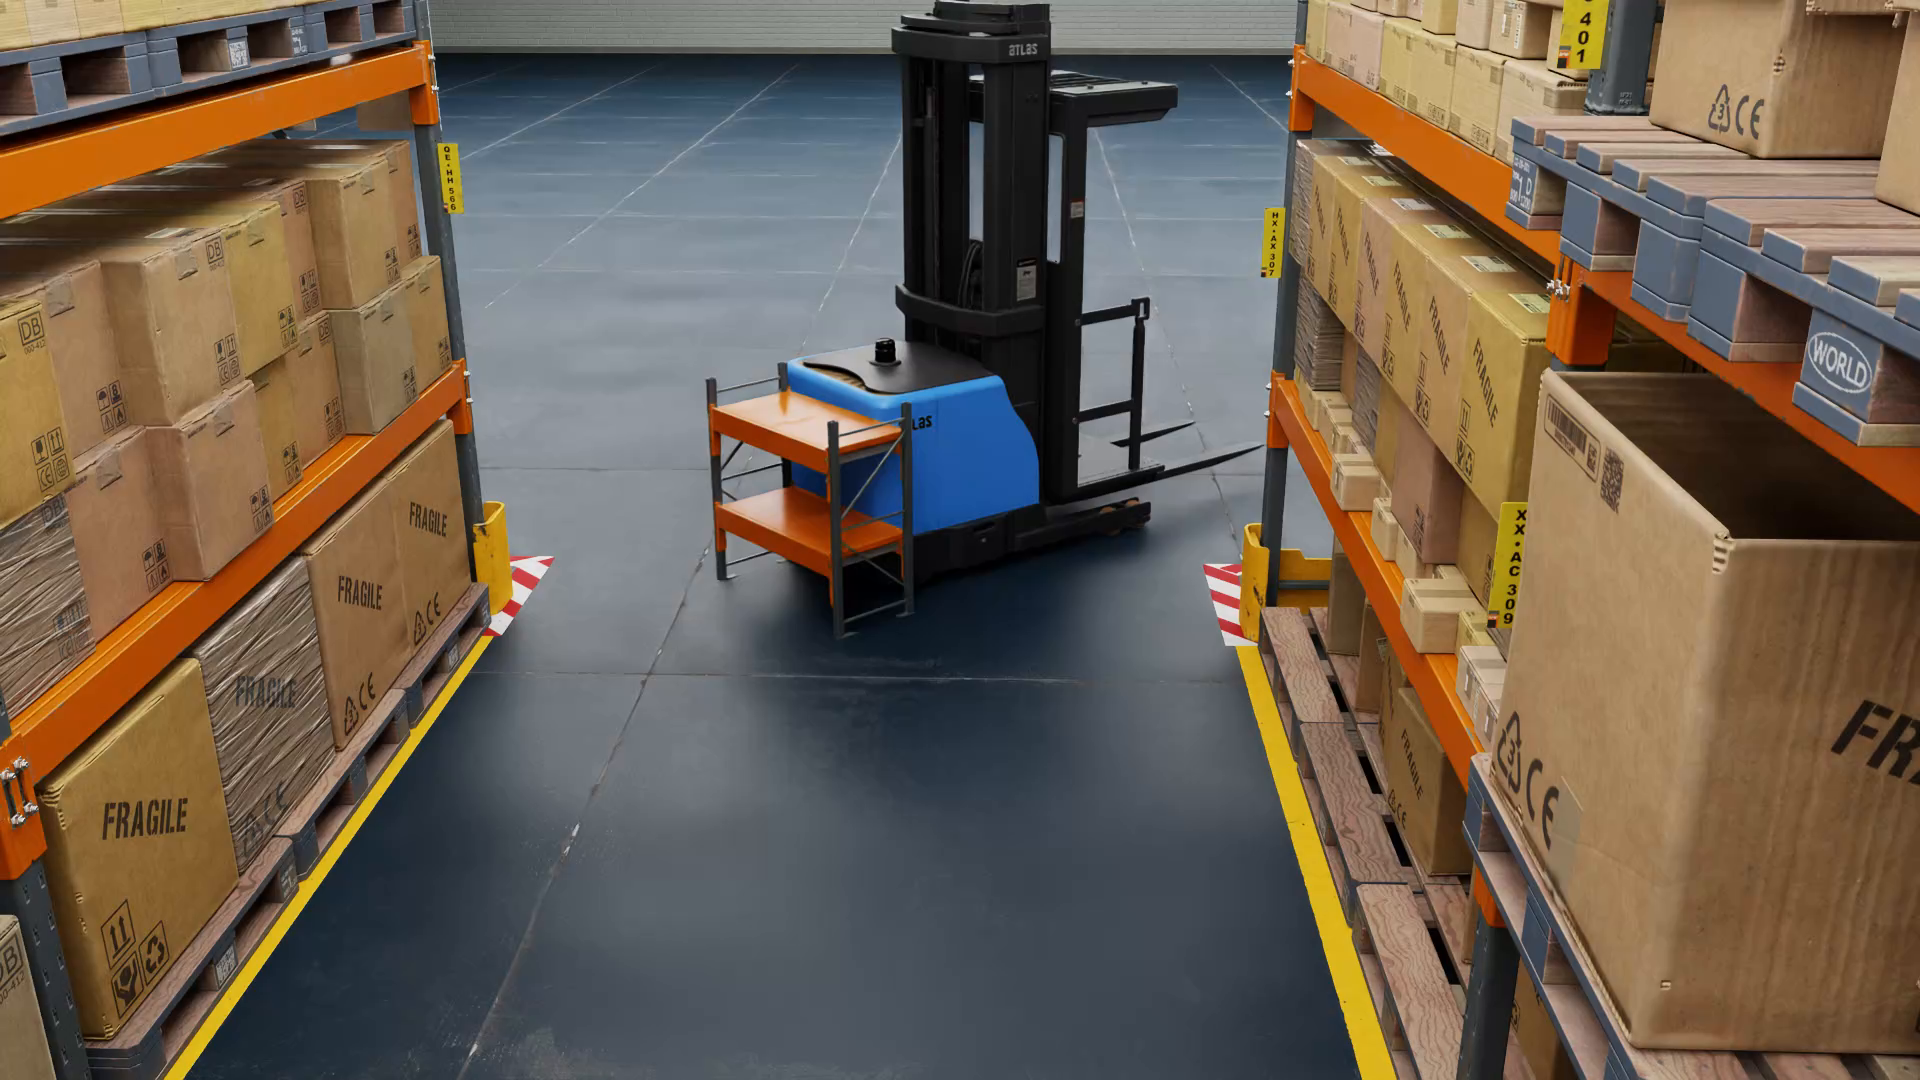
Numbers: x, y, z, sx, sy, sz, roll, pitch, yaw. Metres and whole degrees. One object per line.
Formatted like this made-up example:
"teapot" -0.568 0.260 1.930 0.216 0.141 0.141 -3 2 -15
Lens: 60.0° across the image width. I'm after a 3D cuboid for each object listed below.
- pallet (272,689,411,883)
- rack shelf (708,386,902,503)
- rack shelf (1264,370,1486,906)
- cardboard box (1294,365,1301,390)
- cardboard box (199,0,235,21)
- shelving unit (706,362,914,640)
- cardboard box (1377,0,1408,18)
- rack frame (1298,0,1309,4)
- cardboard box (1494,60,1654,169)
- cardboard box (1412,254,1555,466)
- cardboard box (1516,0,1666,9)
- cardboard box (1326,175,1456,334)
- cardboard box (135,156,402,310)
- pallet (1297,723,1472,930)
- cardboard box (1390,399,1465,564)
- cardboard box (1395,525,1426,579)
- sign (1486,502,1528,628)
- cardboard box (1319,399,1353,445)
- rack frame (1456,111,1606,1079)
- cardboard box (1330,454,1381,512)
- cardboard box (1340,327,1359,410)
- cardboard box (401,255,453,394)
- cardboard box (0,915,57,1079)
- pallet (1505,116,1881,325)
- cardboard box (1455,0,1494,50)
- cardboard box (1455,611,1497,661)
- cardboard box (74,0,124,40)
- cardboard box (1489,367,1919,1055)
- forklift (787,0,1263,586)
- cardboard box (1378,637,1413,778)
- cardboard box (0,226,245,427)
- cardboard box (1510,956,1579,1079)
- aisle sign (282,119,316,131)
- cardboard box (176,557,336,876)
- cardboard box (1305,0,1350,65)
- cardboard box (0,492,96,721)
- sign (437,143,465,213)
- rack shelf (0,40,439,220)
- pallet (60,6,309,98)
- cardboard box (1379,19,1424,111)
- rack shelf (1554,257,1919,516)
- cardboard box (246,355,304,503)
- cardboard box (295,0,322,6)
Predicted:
"pallet" -2.934 0.963 6.756 1.003 0.211 1.213 1 21 2
"rack shelf" -0.774 -0.501 8.455 0.538 0.278 1.000 -18 28 -39
"rack shelf" 1.945 0.083 6.164 1.077 0.370 4.000 1 21 2
"cardboard box" 1.759 -0.758 7.684 0.380 0.149 0.250 1 21 2
"cardboard box" -2.673 -1.822 5.561 0.380 0.149 0.250 1 21 2
"shelving unit" -0.774 -0.228 8.561 0.538 1.125 1.048 -18 28 -39
"cardboard box" 1.693 -1.923 5.849 0.380 0.149 0.250 0 21 -1
"rack frame" 2.006 -3.773 6.812 1.000 3.000 0.127 1 21 2
"cardboard box" 1.637 -1.026 4.087 0.500 0.250 0.500 1 21 4
"cardboard box" 1.637 -0.528 4.811 0.500 0.500 0.500 1 21 2
"cardboard box" 1.643 -1.512 3.892 0.500 0.500 0.500 0 21 0
"cardboard box" 1.681 -1.070 6.208 0.500 0.500 0.500 1 21 2
"cardboard box" -2.923 -1.307 7.050 0.875 0.550 0.550 1 21 2
"pallet" 1.904 1.085 6.441 1.003 0.211 1.213 1 21 2
"cardboard box" 1.925 -0.239 5.450 0.875 0.500 0.500 1 21 2
"cardboard box" 1.685 0.055 5.588 0.380 0.149 0.250 1 21 2
"sign" 1.342 0.063 4.022 0.100 0.325 0.005 1 21 2
"cardboard box" 1.723 -0.487 6.986 0.380 0.149 0.250 1 21 2
"rack frame" 1.885 0.470 4.170 1.000 3.000 0.127 1 21 2
"cardboard box" 1.617 -0.217 6.289 0.380 0.149 0.250 1 21 2
"cardboard box" 2.067 -0.781 6.845 0.875 0.500 0.500 1 21 2
"cardboard box" -2.914 -1.002 7.758 0.875 0.550 0.550 1 21 2
"cardboard box" -2.999 1.458 4.155 1.050 0.750 0.750 1 21 1
"pallet" 1.759 -0.619 3.089 1.213 0.211 1.003 1 21 2
"cardboard box" 1.609 -1.452 4.634 0.380 0.149 0.250 0 21 0
"cardboard box" 1.682 0.326 4.888 0.380 0.149 0.250 1 21 2
"cardboard box" -2.696 -1.547 4.851 0.380 0.149 0.250 0 21 1
"cardboard box" 1.720 0.281 3.249 1.000 1.000 1.000 1 21 2
"forklift" 0.495 -1.527 9.414 3.031 2.935 1.130 -15 26 -34
"cardboard box" 1.949 0.662 6.552 0.500 0.500 0.500 3 21 7
"cardboard box" -2.970 -0.721 5.540 0.875 0.550 0.550 1 21 2
"cardboard box" 1.937 1.296 4.918 0.500 0.500 0.500 0 21 0
"aisle sign" -3.246 -2.308 7.737 0.394 0.787 0.004 1 21 2
"cardboard box" -2.957 0.621 6.138 0.875 0.875 0.875 1 21 2
"cardboard box" 1.733 -2.133 6.941 0.500 0.250 0.500 1 21 3
"cardboard box" -3.071 0.176 4.722 0.875 0.550 0.550 1 21 2
"sign" -2.406 -1.706 7.852 0.100 0.325 0.005 1 21 2
"rack shelf" -3.009 -1.407 5.856 1.077 0.370 4.000 1 21 2
"pallet" -2.995 -1.714 5.774 1.003 0.211 1.213 1 21 2
"cardboard box" 1.694 -1.579 5.513 0.500 0.250 0.500 1 21 3
"rack shelf" 1.824 0.130 1.894 1.077 0.370 4.000 1 21 2
"cardboard box" -3.027 -0.410 6.232 0.875 0.550 0.500 1 21 2
"cardboard box" -2.651 -2.099 6.273 0.380 0.149 0.250 0 21 1
